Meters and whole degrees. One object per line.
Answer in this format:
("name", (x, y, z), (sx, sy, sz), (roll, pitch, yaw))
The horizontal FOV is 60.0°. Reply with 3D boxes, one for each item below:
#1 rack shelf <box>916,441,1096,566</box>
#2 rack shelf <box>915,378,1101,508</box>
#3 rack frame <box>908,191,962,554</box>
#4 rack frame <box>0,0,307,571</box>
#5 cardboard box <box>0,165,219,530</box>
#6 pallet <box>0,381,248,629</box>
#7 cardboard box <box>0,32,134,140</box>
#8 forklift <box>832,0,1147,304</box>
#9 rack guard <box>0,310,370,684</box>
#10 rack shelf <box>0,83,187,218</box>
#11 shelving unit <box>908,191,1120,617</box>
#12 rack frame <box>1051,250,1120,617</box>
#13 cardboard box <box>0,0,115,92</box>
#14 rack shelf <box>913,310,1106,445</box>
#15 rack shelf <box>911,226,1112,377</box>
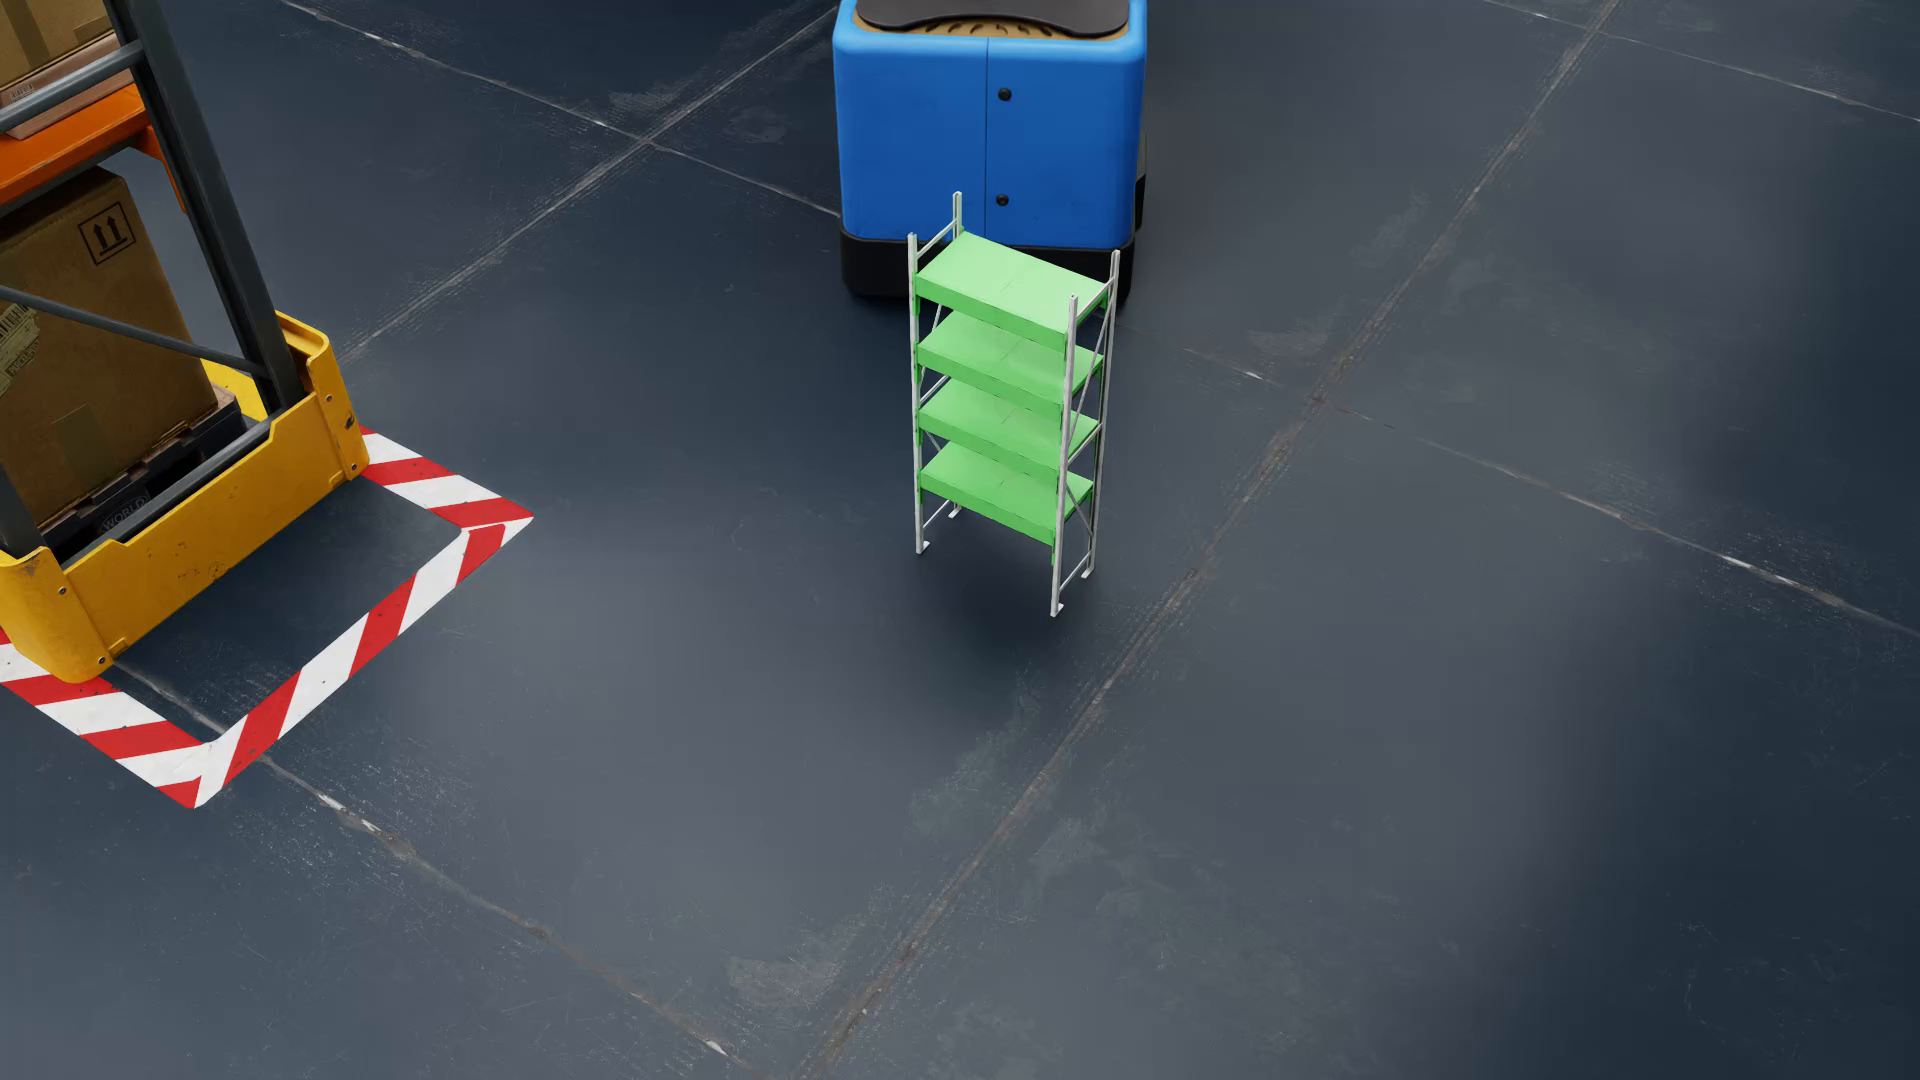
("rack shelf", (0.139, -0.142, 4.975), (0.480, 0.148, 0.258), (25, 51, 22))
("rack shelf", (0.139, -0.310, 4.803), (0.480, 0.148, 0.258), (25, 51, 22))
("rack frame", (-0.066, -0.449, 4.849), (0.015, 1.200, 0.240), (25, 51, 22))
("rack frame", (-2.407, -1.037, 4.166), (0.127, 3.000, 1.000), (25, 51, 22))
("cardboard box", (-2.989, -0.642, 4.971), (0.875, 0.875, 0.875), (25, 51, 22))
("pallet", (-3.123, -0.327, 5.421), (1.213, 0.211, 1.003), (25, 51, 22))
("cardboard box", (-2.528, -1.286, 4.583), (0.250, 0.149, 0.380), (25, 51, 23))
("forklift", (0.200, -2.914, 6.038), (1.130, 2.935, 3.031), (3, 46, 3))
("rack guard", (-2.387, -0.156, 5.053), (0.348, 0.500, 1.175), (25, 51, 22))
("rack shelf", (-4.091, -1.560, 5.176), (4.000, 0.370, 1.077), (25, 51, 22))
("shelving unit", (0.139, -0.354, 4.757), (0.503, 1.200, 0.258), (25, 51, 22))
("rack frame", (0.345, -0.260, 4.666), (0.015, 1.200, 0.240), (25, 51, 22))
("cardboard box", (-2.666, -1.437, 4.452), (0.500, 0.250, 0.500), (23, 50, 21))
("rack shelf", (0.139, -0.477, 4.631), (0.480, 0.148, 0.258), (25, 51, 22))
("rack shelf", (0.139, -0.644, 4.459), (0.480, 0.148, 0.258), (25, 51, 22))
